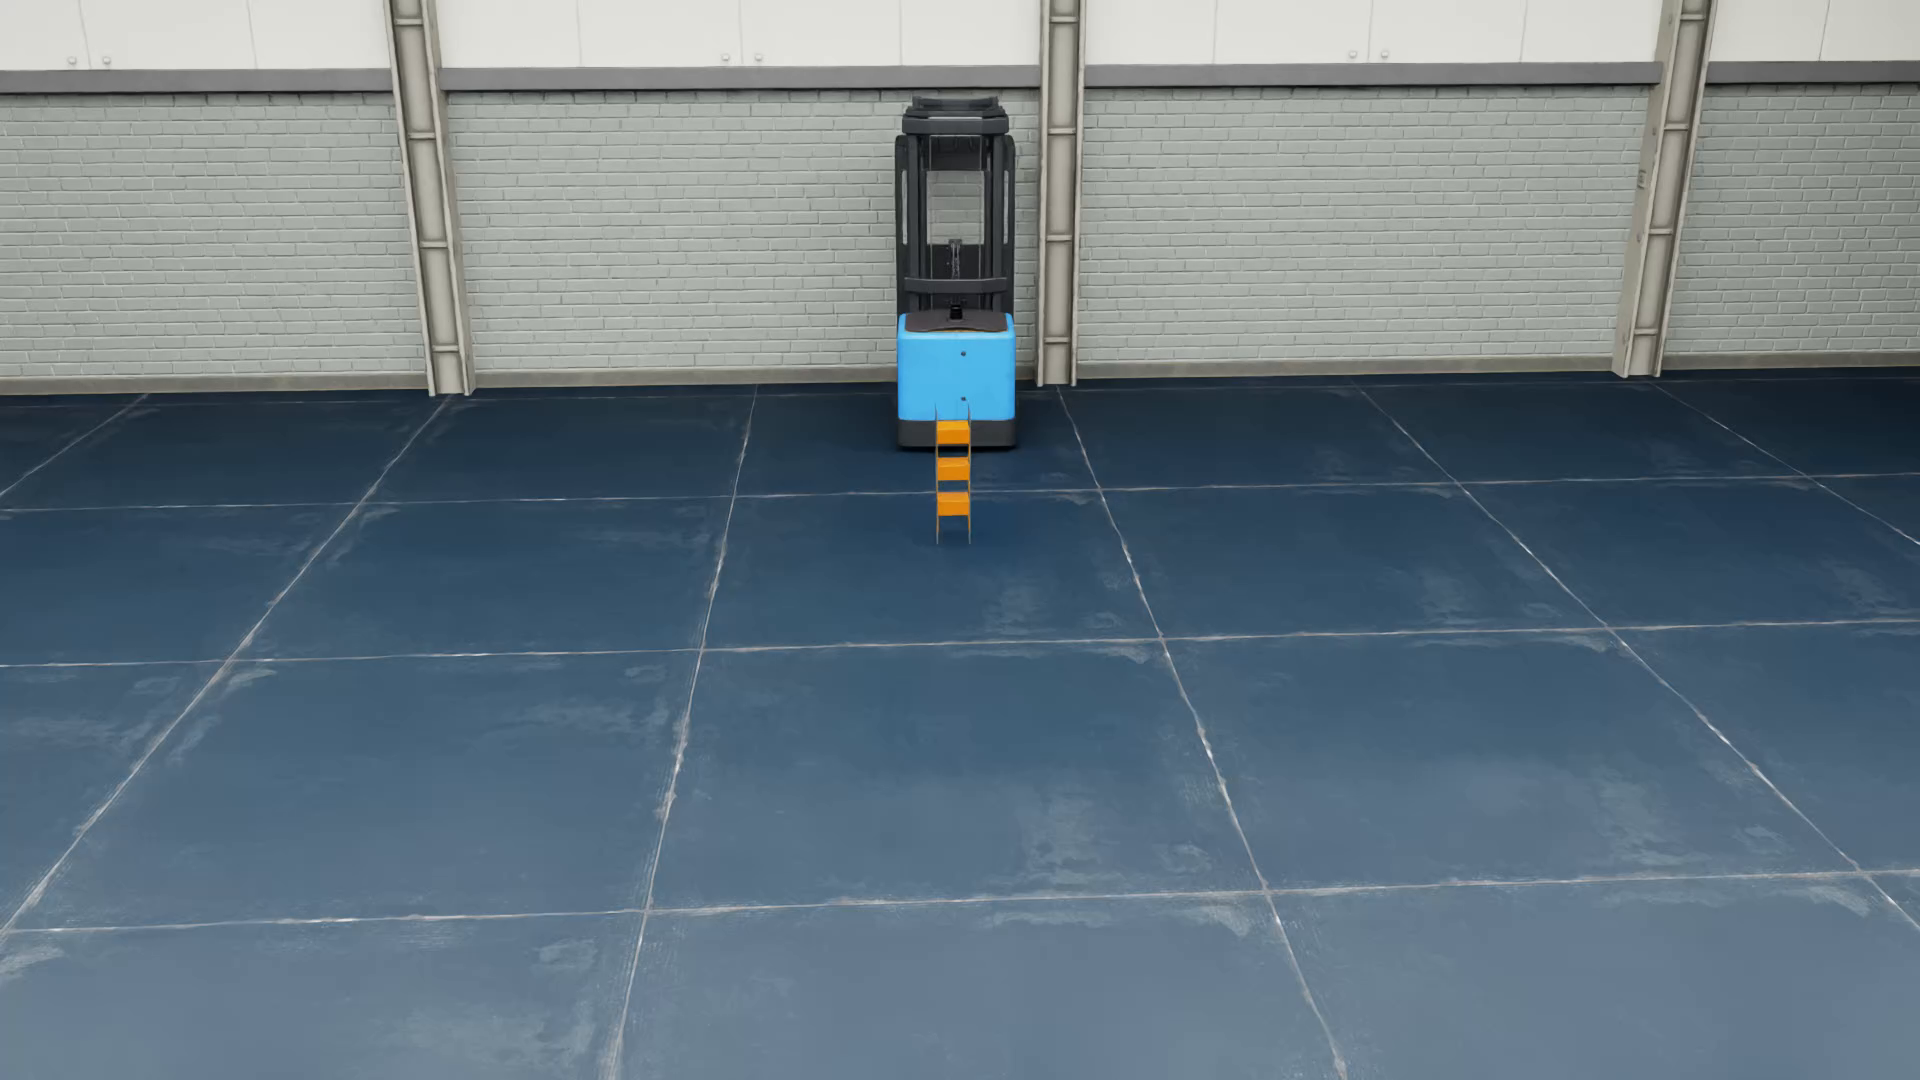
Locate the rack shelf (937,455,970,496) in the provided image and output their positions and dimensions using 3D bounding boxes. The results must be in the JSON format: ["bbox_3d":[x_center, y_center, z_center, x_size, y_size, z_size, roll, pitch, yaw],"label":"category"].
[{"bbox_3d":[-0.053,-0.480,12.435,0.240,0.259,0.215,-1,21,-3],"label":"rack shelf"}]

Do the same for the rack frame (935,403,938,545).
[{"bbox_3d":[-0.175,-0.487,12.425,0.008,1.050,0.200,-1,21,-3],"label":"rack frame"}]

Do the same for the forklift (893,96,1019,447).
[{"bbox_3d":[-0.048,-2.661,15.492,1.130,2.935,3.031,0,21,-1],"label":"forklift"}]

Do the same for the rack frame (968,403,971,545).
[{"bbox_3d":[0.068,-0.492,12.438,0.008,1.050,0.200,-1,21,-3],"label":"rack frame"}]

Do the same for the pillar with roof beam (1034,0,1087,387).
[{"bbox_3d":[1.208,-4.271,11.193,0.400,9.000,9.100,-1,21,-3],"label":"pillar with roof beam"}]

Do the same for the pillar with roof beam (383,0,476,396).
[{"bbox_3d":[-4.782,-4.150,10.873,0.400,9.000,9.100,-1,21,-3],"label":"pillar with roof beam"}]

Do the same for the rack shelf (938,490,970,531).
[{"bbox_3d":[-0.053,-0.220,12.534,0.240,0.259,0.215,-1,21,-3],"label":"rack shelf"}]

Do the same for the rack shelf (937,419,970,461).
[{"bbox_3d":[-0.053,-0.745,12.334,0.240,0.259,0.215,-1,21,-3],"label":"rack shelf"}]

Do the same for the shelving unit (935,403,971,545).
[{"bbox_3d":[-0.053,-0.490,12.431,0.252,1.050,0.215,-1,21,-3],"label":"shelving unit"}]

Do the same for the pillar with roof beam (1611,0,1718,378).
[{"bbox_3d":[7.198,-4.393,11.513,0.400,9.000,9.100,-1,21,-3],"label":"pillar with roof beam"}]
